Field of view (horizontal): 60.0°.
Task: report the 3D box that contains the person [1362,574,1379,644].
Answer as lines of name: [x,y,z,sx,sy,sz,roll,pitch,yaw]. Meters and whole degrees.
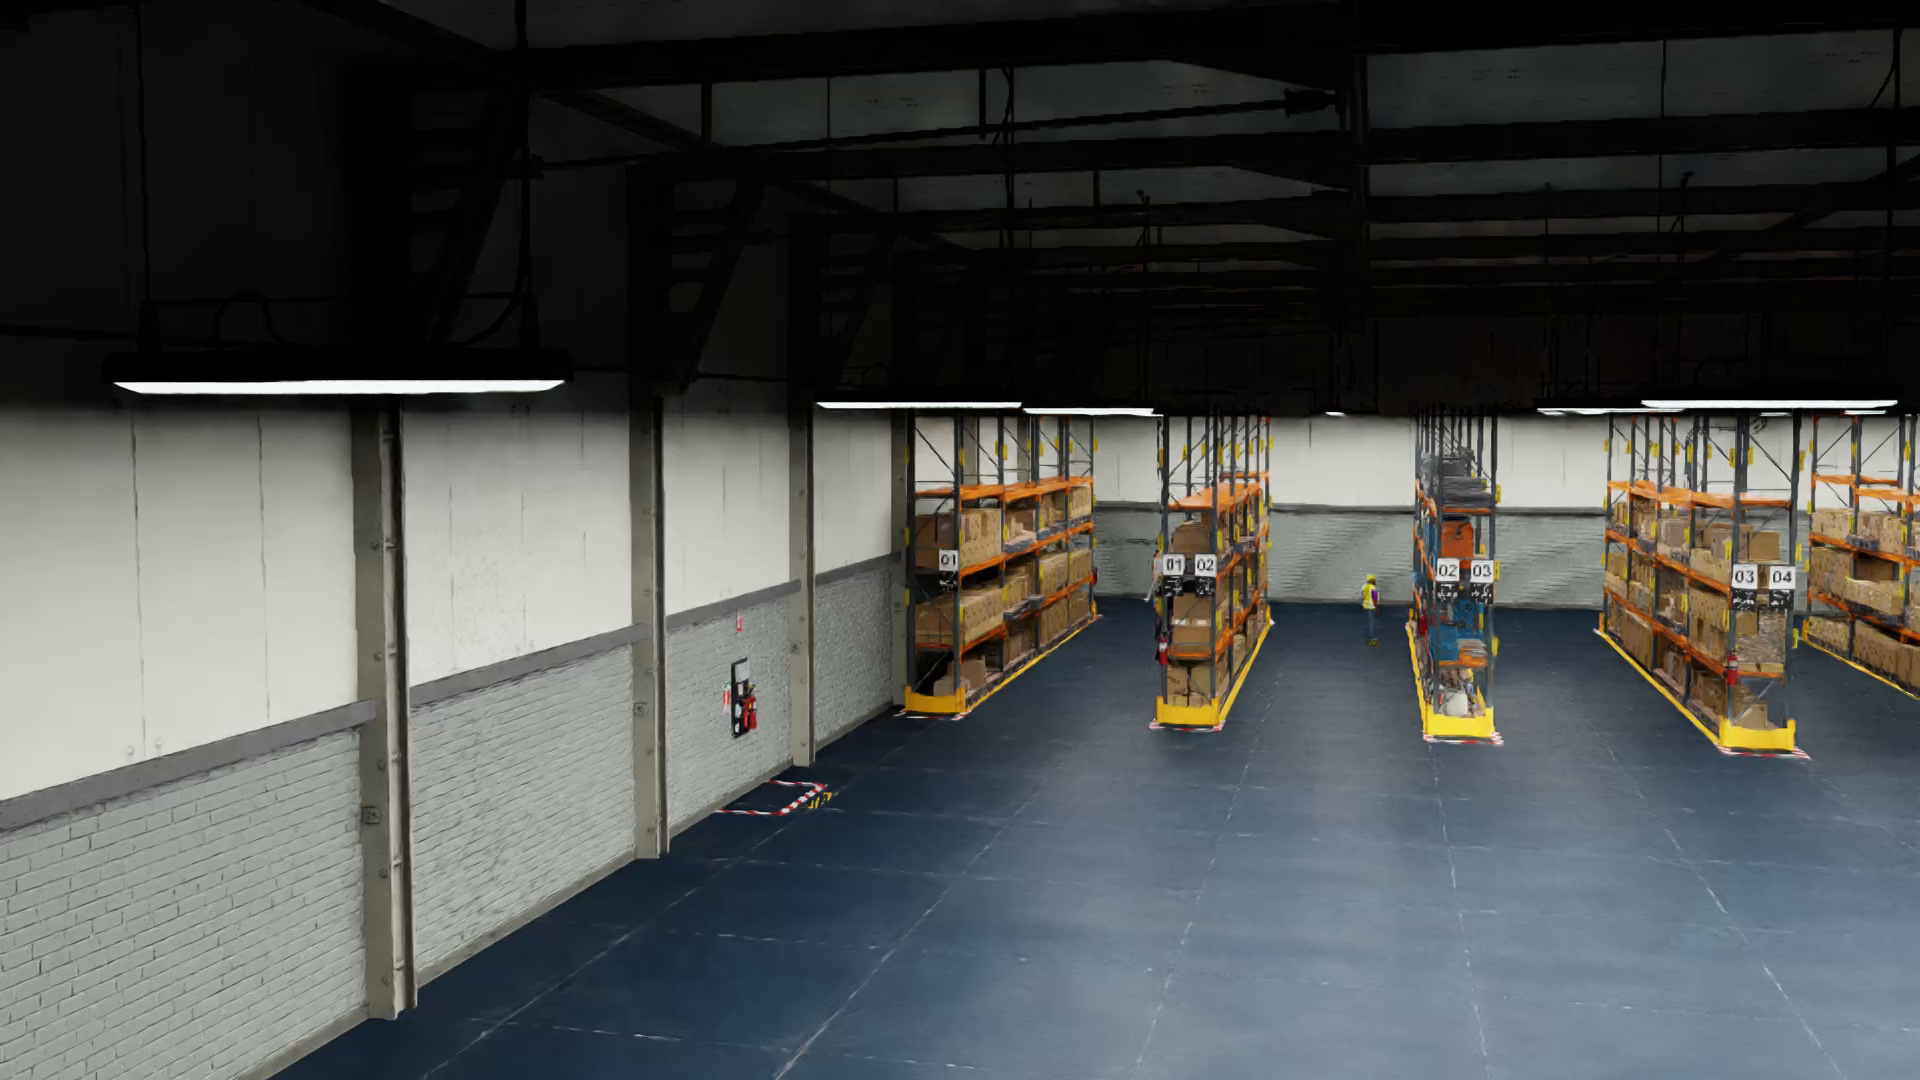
person: [10.484,1.745,42.286,0.452,1.768,0.632,-1,4,-17]

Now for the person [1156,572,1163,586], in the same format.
person: [5.878,1.475,47.357,0.598,1.619,0.507,1,4,12]

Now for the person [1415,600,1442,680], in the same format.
person: [9.907,2.112,35.049,0.506,1.721,0.609,0,4,6]

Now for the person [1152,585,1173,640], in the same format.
person: [5.305,1.811,42.975,0.677,1.585,0.534,1,4,13]

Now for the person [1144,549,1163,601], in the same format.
person: [6.090,1.101,52.148,0.641,1.667,0.458,-3,5,-34]
